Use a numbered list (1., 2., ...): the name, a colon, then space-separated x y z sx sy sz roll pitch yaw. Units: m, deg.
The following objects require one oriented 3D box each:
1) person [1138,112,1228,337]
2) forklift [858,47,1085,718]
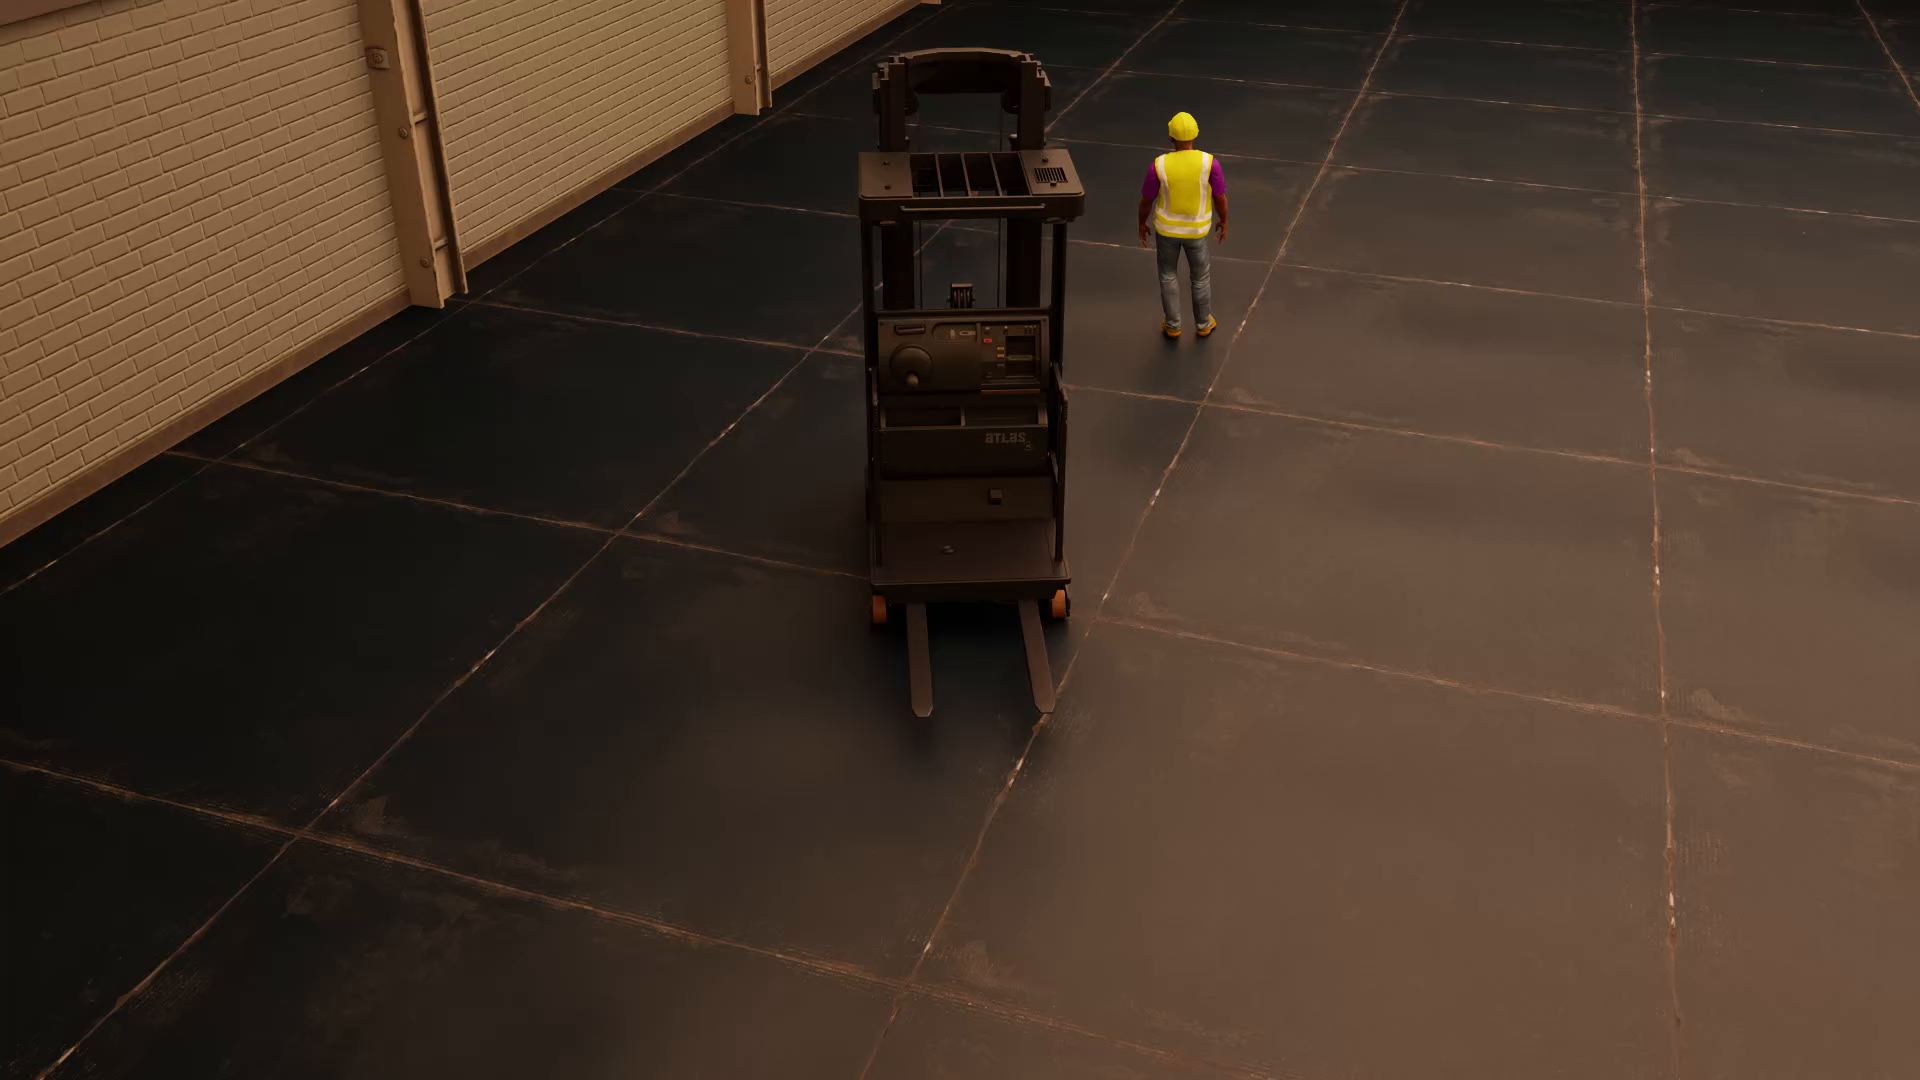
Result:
1. person: 1.663 -2.355 12.430 0.665 1.762 0.589 3 30 5
2. forklift: 0.035 -0.972 8.842 1.130 2.935 3.031 -2 30 -3
